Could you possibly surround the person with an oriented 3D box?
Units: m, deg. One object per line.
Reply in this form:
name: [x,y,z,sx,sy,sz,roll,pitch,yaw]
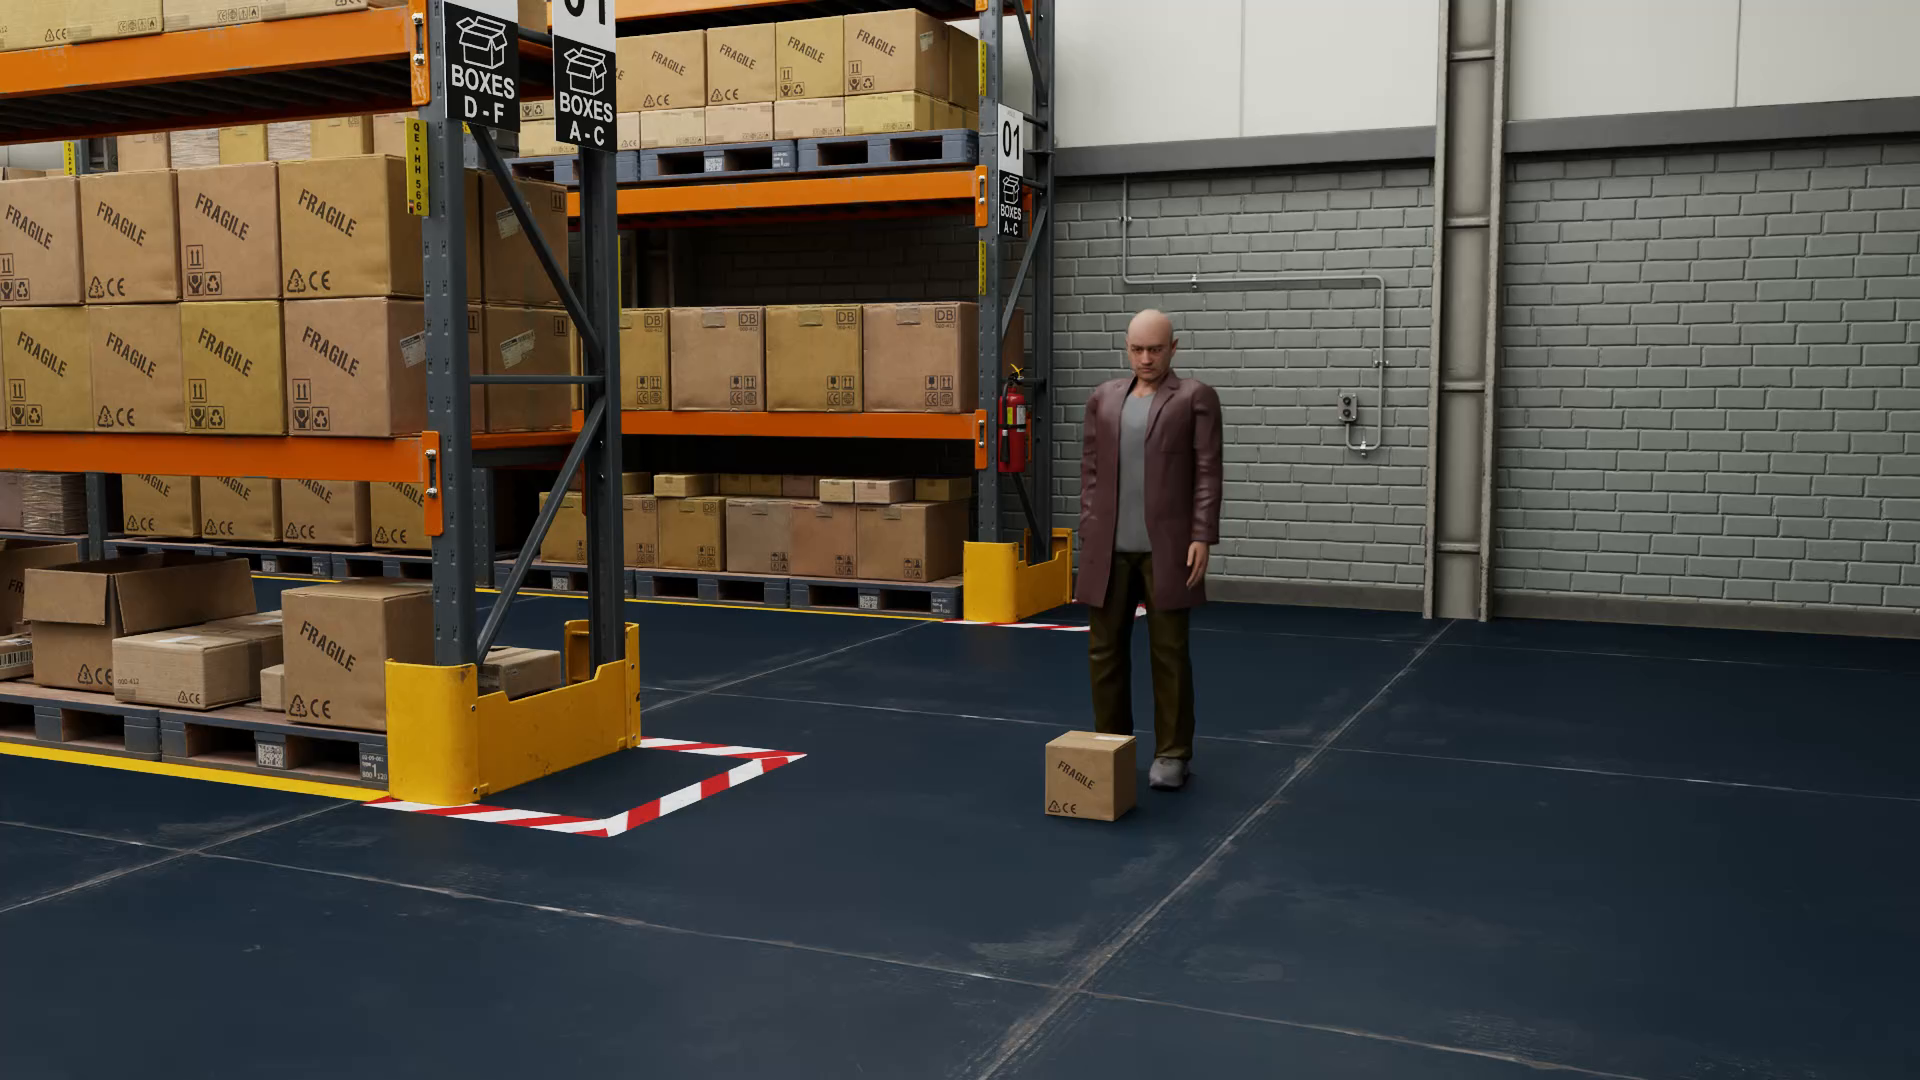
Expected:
person: [0.701,0.028,6.233,0.562,1.772,0.377,3,6,25]
